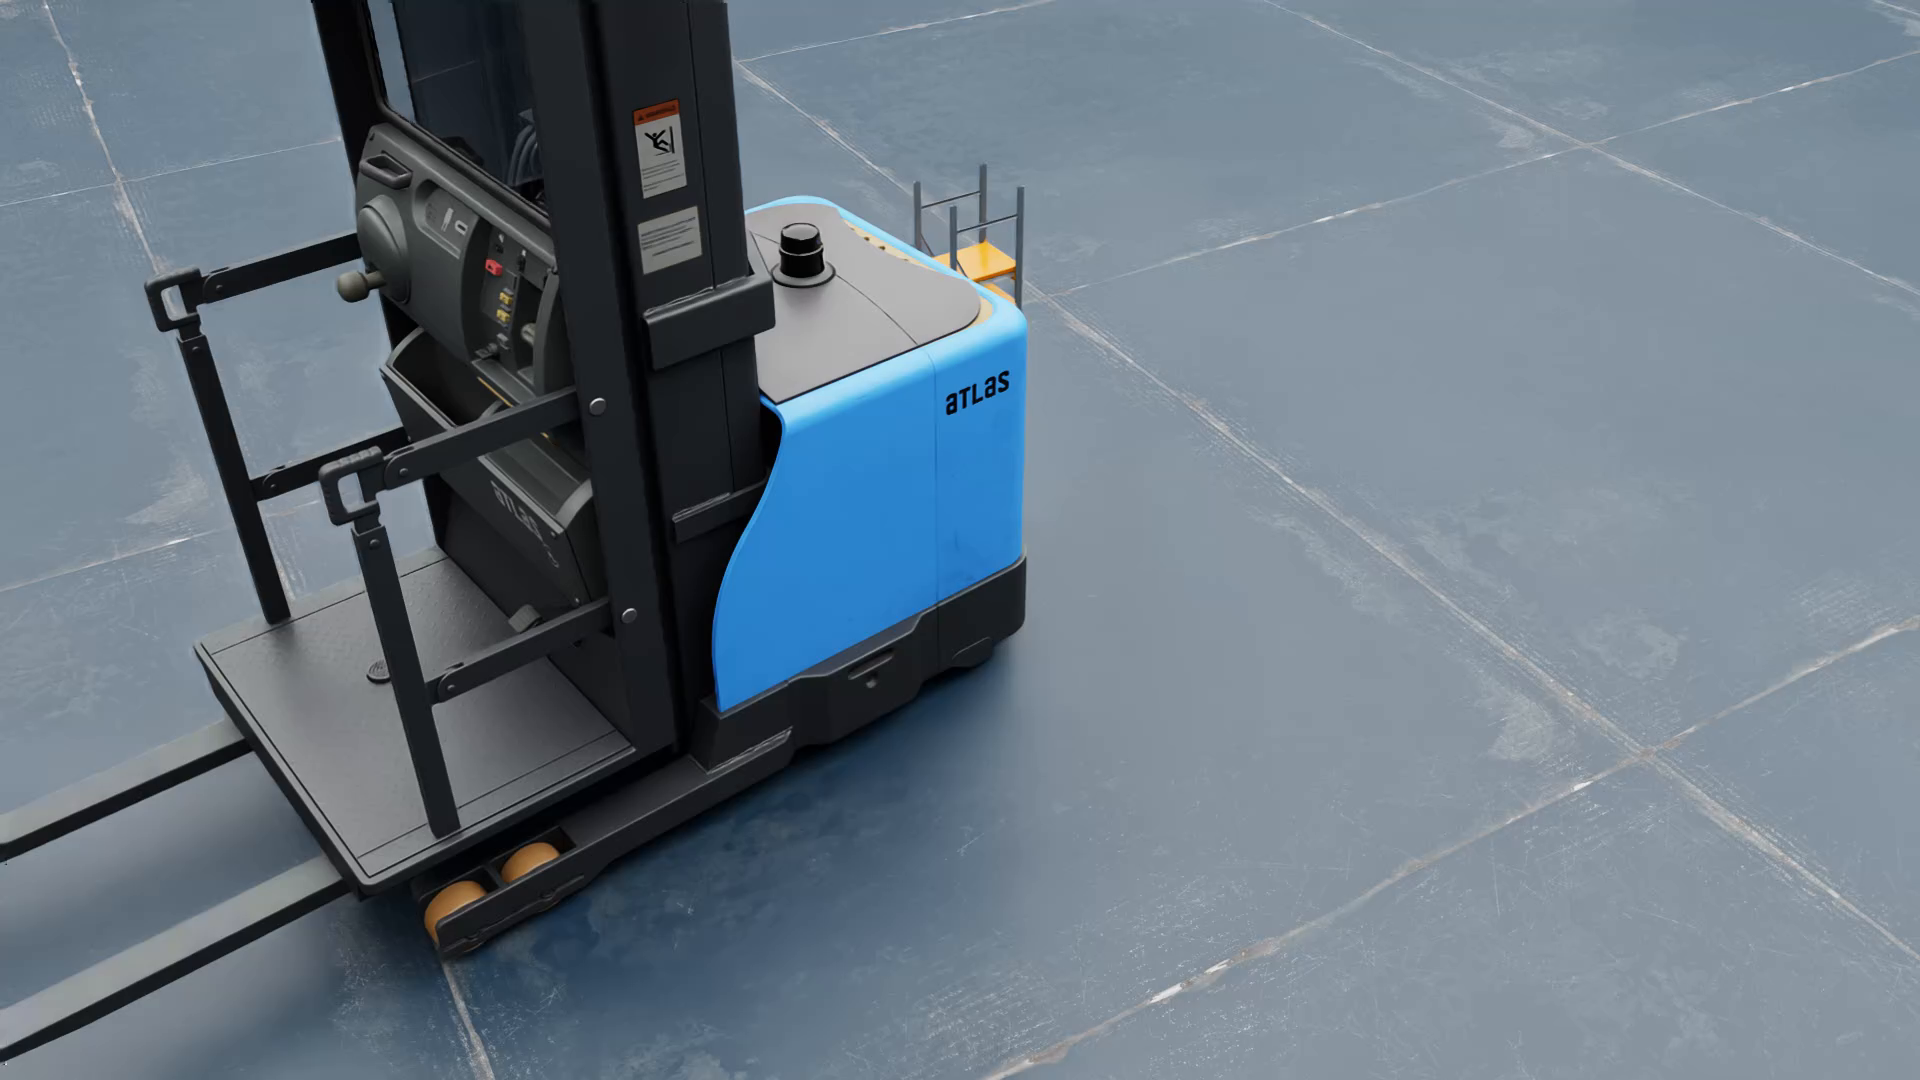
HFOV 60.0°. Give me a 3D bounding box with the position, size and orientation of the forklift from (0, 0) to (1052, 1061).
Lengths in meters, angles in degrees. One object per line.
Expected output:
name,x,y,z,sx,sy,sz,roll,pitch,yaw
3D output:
forklift,-1.205,-0.596,3.581,3.031,2.935,1.130,-26,43,-31

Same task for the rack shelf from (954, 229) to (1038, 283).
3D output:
rack shelf,0.068,-0.779,4.765,0.258,0.103,0.180,-27,44,-32

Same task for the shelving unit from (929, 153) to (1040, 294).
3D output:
shelving unit,0.068,-0.525,4.951,0.258,1.200,0.189,-27,44,-32

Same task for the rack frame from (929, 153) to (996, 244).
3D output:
rack frame,0.009,-0.566,5.007,0.240,1.200,0.006,-27,44,-32

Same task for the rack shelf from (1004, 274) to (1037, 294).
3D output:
rack shelf,0.068,-0.683,4.836,0.258,0.103,0.180,-27,44,-32

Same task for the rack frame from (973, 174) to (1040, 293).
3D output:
rack frame,0.127,-0.484,4.895,0.240,1.200,0.006,-27,44,-32
